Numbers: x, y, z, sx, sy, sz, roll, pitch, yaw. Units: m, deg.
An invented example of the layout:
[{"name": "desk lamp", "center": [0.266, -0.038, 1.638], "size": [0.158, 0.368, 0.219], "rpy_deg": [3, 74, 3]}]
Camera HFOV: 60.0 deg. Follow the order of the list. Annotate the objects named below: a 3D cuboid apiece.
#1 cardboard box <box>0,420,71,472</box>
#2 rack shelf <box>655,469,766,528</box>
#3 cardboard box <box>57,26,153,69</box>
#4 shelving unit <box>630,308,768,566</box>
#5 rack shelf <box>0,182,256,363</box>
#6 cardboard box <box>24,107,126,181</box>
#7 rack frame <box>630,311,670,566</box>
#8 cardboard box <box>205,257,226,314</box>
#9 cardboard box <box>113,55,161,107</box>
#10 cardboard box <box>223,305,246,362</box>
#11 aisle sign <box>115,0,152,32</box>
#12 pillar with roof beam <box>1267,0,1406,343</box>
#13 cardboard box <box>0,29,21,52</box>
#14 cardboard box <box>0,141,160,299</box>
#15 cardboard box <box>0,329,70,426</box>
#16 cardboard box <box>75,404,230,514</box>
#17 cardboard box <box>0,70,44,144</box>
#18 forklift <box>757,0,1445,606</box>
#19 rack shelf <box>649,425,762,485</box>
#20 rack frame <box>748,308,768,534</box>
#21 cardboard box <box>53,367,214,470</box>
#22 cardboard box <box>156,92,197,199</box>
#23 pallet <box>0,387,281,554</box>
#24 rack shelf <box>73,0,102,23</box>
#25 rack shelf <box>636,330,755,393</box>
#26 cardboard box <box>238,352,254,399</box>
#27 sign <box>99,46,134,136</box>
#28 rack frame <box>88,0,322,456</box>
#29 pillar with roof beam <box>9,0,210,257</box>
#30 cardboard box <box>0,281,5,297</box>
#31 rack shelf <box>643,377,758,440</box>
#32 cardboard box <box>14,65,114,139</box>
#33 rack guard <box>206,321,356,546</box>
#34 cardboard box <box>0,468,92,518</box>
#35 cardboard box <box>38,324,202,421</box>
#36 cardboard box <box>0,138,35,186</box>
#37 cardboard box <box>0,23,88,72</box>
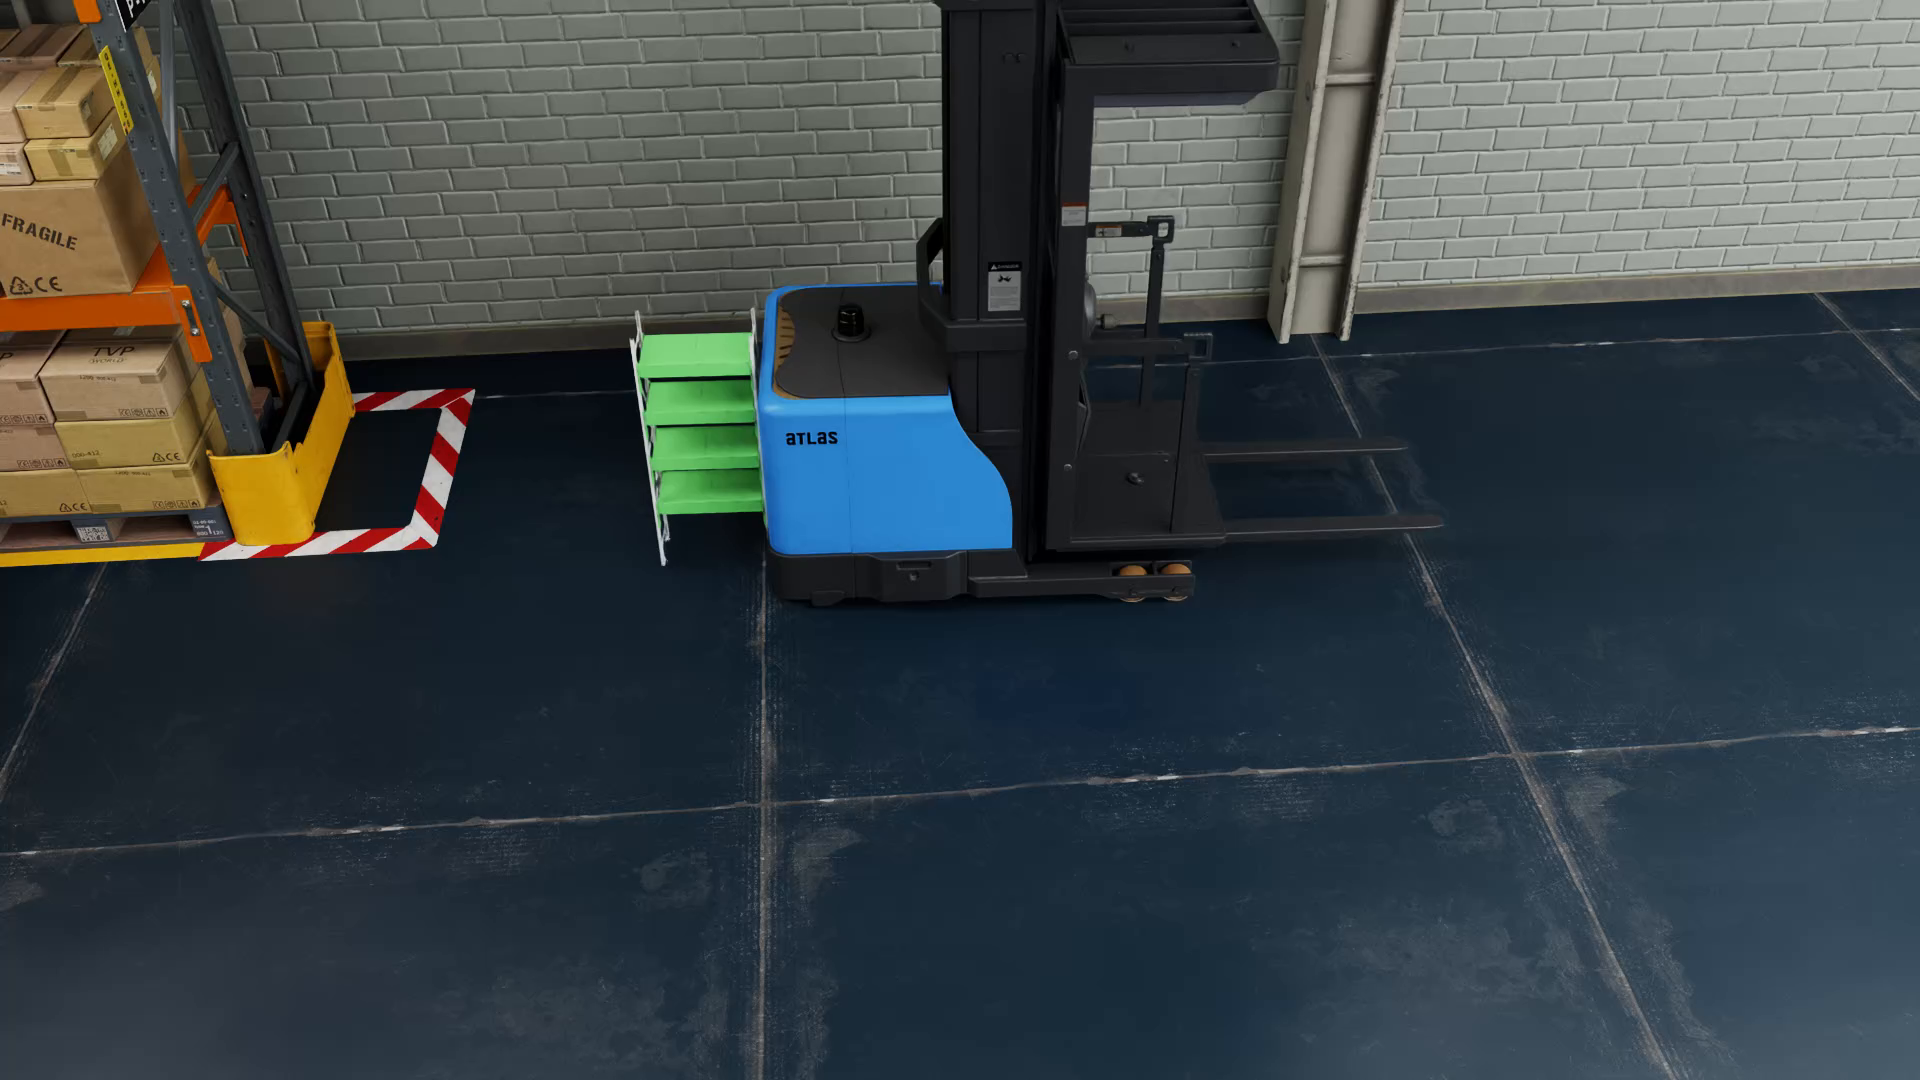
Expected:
[{"name": "cardboard box", "center": [-4.231, -0.555, 7.509], "size": [0.500, 0.250, 0.500], "rpy_deg": [-3, 38, -4]}, {"name": "rack shelf", "center": [-1.117, -0.194, 7.518], "size": [0.480, 0.148, 0.258], "rpy_deg": [-2, 38, -2]}, {"name": "cardboard box", "center": [-3.627, -2.038, 7.067], "size": [0.250, 0.149, 0.380], "rpy_deg": [-4, 38, -5]}, {"name": "shelving unit", "center": [-1.117, -0.433, 7.330], "size": [0.503, 1.200, 0.258], "rpy_deg": [-2, 38, -2]}, {"name": "rack shelf", "center": [-5.266, -1.122, 7.331], "size": [4.000, 0.370, 1.077], "rpy_deg": [-3, 38, -4]}, {"name": "cardboard box", "center": [-3.594, -1.616, 6.772], "size": [0.250, 0.149, 0.380], "rpy_deg": [-3, 38, -3]}, {"name": "rack frame", "center": [-1.361, -0.425, 7.320], "size": [0.015, 1.200, 0.240], "rpy_deg": [-2, 38, -2]}, {"name": "cardboard box", "center": [-3.769, -1.082, 7.773], "size": [0.500, 0.250, 0.500], "rpy_deg": [-4, 38, -5]}, {"name": "cardboard box", "center": [-3.634, -1.949, 7.194], "size": [0.250, 0.149, 0.380], "rpy_deg": [-4, 38, -5]}, {"name": "cardboard box", "center": [-3.760, -0.898, 7.943], "size": [0.500, 0.250, 0.500], "rpy_deg": [-2, 38, -3]}, {"name": "aisle sign", "center": [-3.182, -2.357, 6.217], "size": [0.004, 0.787, 0.394], "rpy_deg": [-3, 38, -4]}, {"name": "pillar with roof beam", "center": [2.311, -2.060, 3.096], "size": [0.400, 9.000, 9.100], "rpy_deg": [-3, 38, -4]}, {"name": "cardboard box", "center": [-4.152, -2.021, 7.045], "size": [0.250, 0.149, 0.380], "rpy_deg": [-2, 38, -3]}, {"name": "cardboard box", "center": [-3.740, -1.364, 6.976], "size": [0.500, 0.500, 0.500], "rpy_deg": [-4, 38, -5]}, {"name": "cardboard box", "center": [-4.213, -0.742, 7.343], "size": [0.500, 0.250, 0.500], "rpy_deg": [-2, 38, -3]}, {"name": "cardboard box", "center": [-3.714, -0.378, 7.689], "size": [0.500, 0.250, 0.500], "rpy_deg": [-3, 38, -4]}, {"name": "cardboard box", "center": [-3.855, -1.742, 6.692], "size": [0.250, 0.149, 0.380], "rpy_deg": [-3, 38, -4]}, {"name": "forklift", "center": [0.652, -1.201, 6.906], "size": [3.031, 2.935, 1.130], "rpy_deg": [-2, 38, -2]}, {"name": "rack shelf", "center": [-1.117, -0.383, 7.370], "size": [0.480, 0.148, 0.258], "rpy_deg": [-2, 38, -2]}, {"name": "rack frame", "center": [-0.873, -0.441, 7.340], "size": [0.015, 1.200, 0.240], "rpy_deg": [-2, 38, -2]}, {"name": "cardboard box", "center": [-3.731, -0.576, 7.535], "size": [0.500, 0.250, 0.500], "rpy_deg": [-4, 38, -5]}, {"name": "cardboard box", "center": [-3.792, -1.697, 7.399], "size": [0.500, 0.500, 0.500], "rpy_deg": [-2, 38, -3]}, {"name": "pallet", "center": [-4.032, -0.351, 8.025], "size": [1.213, 0.211, 1.003], "rpy_deg": [-3, 38, -4]}, {"name": "rack shelf", "center": [-5.266, -2.299, 6.402], "size": [4.000, 0.370, 1.077], "rpy_deg": [-3, 38, -4]}, {"name": "rack shelf", "center": [-1.117, -0.760, 7.072], "size": [0.480, 0.148, 0.258], "rpy_deg": [-2, 38, -2]}, {"name": "cardboard box", "center": [-3.780, -0.693, 8.087], "size": [0.500, 0.250, 0.500], "rpy_deg": [-3, 38, -4]}, {"name": "sign", "center": [-3.239, -1.726, 6.390], "size": [0.005, 0.325, 0.100], "rpy_deg": [-3, 38, -4]}, {"name": "rack frame", "center": [-3.274, -1.514, 7.247], "size": [0.127, 3.000, 1.000], "rpy_deg": [-3, 38, -4]}, {"name": "pillar with roof beam", "center": [-3.666, -1.731, 2.679], "size": [0.400, 9.000, 9.100], "rpy_deg": [-3, 38, -4]}, {"name": "cardboard box", "center": [-4.258, -1.341, 6.948], "size": [0.500, 0.500, 0.500], "rpy_deg": [-2, 38, -3]}, {"name": "rack shelf", "center": [-1.117, -0.571, 7.221], "size": [0.480, 0.148, 0.258], "rpy_deg": [-2, 38, -2]}, {"name": "cardboard box", "center": [-3.612, -1.775, 6.733], "size": [0.250, 0.149, 0.380], "rpy_deg": [-3, 38, -4]}, {"name": "rack guard", "center": [-3.250, -0.534, 8.023], "size": [0.348, 0.500, 1.175], "rpy_deg": [-3, 38, -4]}, {"name": "cardboard box", "center": [-4.210, -0.357, 7.662], "size": [0.500, 0.250, 0.500], "rpy_deg": [-3, 38, -4]}, {"name": "cardboard box", "center": [-3.705, -0.774, 7.383], "size": [0.500, 0.250, 0.500], "rpy_deg": [-2, 38, -2]}, {"name": "cardboard box", "center": [-3.846, -1.583, 6.731], "size": [0.250, 0.149, 0.380], "rpy_deg": [-3, 38, -3]}, {"name": "cardboard box", "center": [-3.897, -2.062, 7.097], "size": [0.250, 0.149, 0.380], "rpy_deg": [-2, 38, -2]}]
